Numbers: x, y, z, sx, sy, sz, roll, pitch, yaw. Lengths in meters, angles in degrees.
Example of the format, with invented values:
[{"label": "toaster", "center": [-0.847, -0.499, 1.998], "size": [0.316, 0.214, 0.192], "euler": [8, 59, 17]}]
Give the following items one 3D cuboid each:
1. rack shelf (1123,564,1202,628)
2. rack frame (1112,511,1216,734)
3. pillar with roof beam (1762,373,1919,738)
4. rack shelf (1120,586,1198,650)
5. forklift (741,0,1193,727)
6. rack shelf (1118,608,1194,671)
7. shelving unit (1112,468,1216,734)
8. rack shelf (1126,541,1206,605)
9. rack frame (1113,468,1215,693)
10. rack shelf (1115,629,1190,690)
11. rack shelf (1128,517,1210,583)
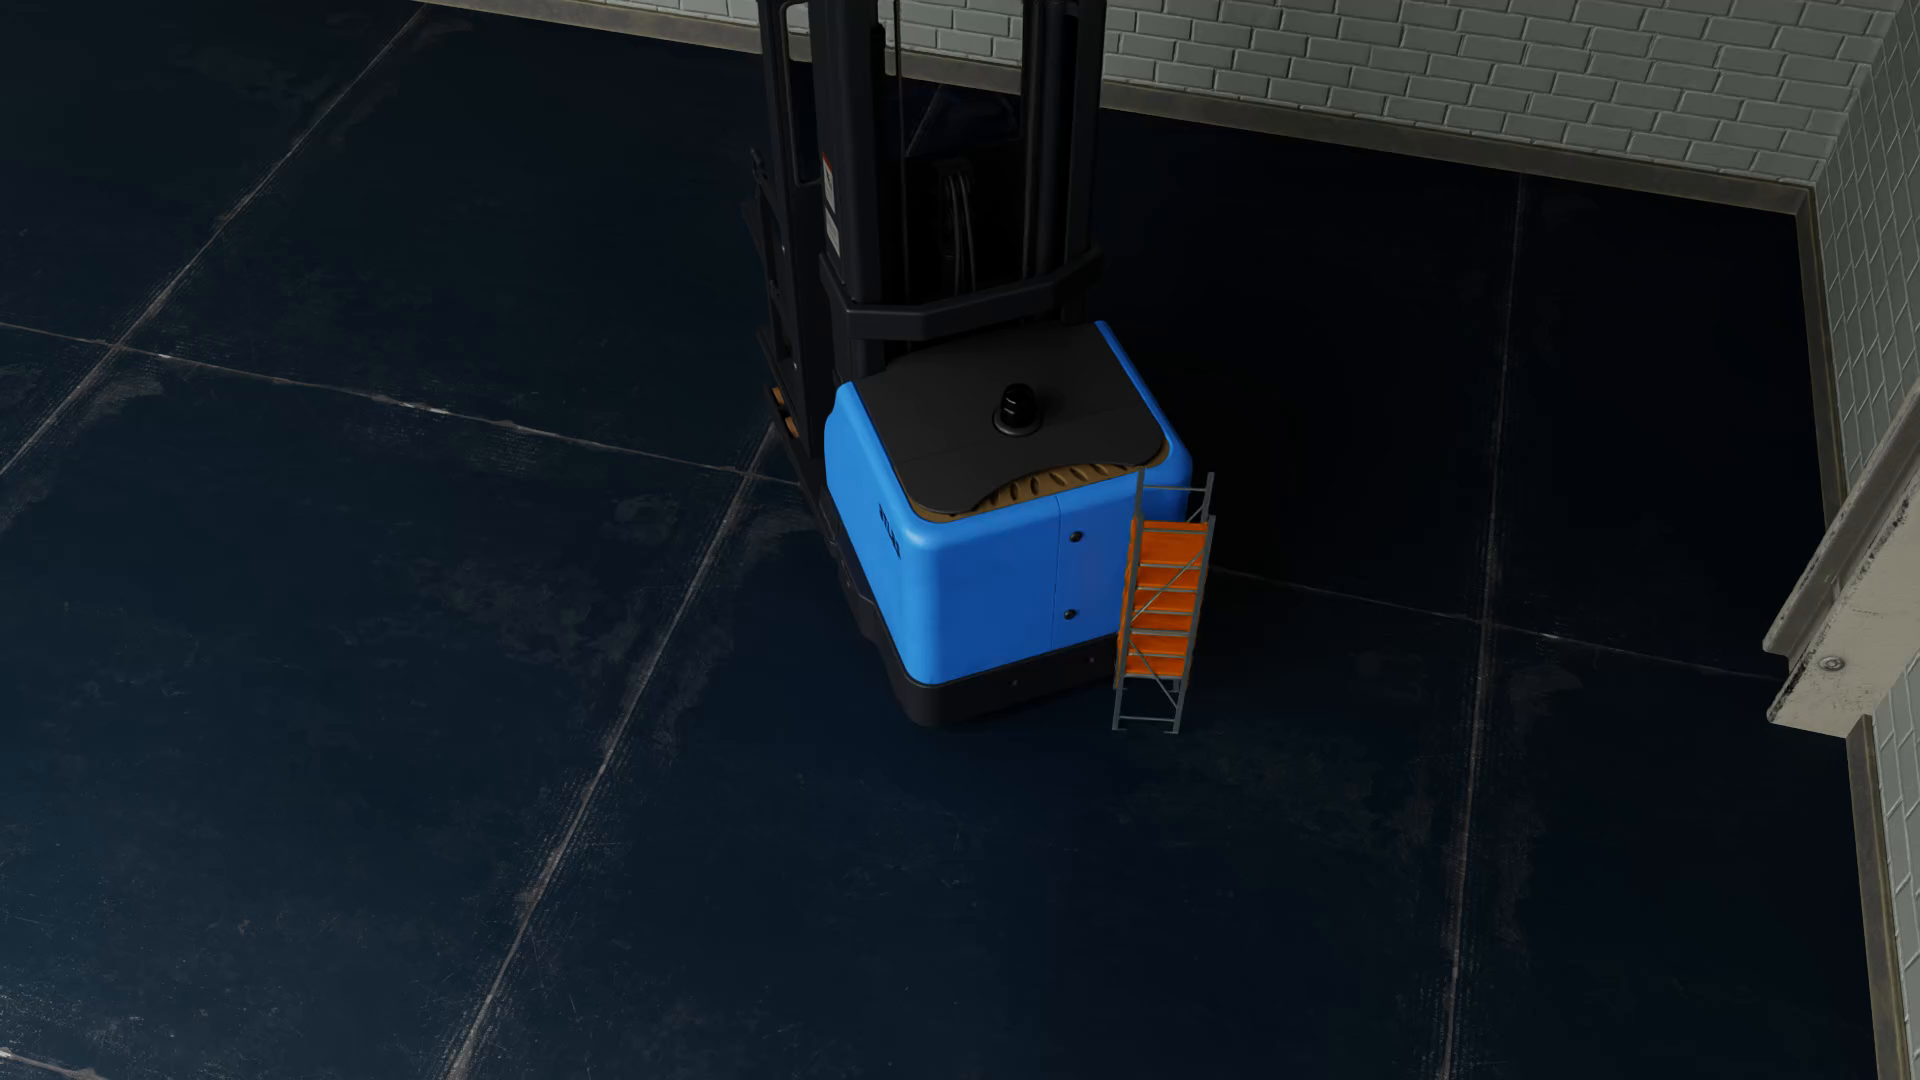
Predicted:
[{"label": "rack shelf", "center": [0.679, 0.190, 5.598], "size": [0.258, 0.103, 0.180], "euler": [3, 50, 3]}, {"label": "rack frame", "center": [0.673, 0.308, 5.597], "size": [0.240, 1.200, 0.006], "euler": [3, 50, 3]}, {"label": "pillar with roof beam", "center": [-0.999, -3.275, 3.557], "size": [9.100, 9.000, 0.400], "euler": [12, 50, 10]}, {"label": "rack shelf", "center": [0.679, 0.267, 5.690], "size": [0.258, 0.103, 0.180], "euler": [3, 50, 3]}, {"label": "forklift", "center": [-0.188, -1.427, 5.974], "size": [1.130, 2.935, 3.031], "euler": [-15, 50, -13]}, {"label": "rack shelf", "center": [0.680, 0.345, 5.781], "size": [0.258, 0.103, 0.180], "euler": [3, 50, 3]}, {"label": "shelving unit", "center": [0.679, 0.239, 5.656], "size": [0.258, 1.200, 0.189], "euler": [3, 50, 3]}, {"label": "rack shelf", "center": [0.679, 0.112, 5.507], "size": [0.258, 0.103, 0.180], "euler": [3, 50, 3]}, {"label": "rack frame", "center": [0.686, 0.169, 5.715], "size": [0.240, 1.200, 0.006], "euler": [3, 50, 3]}, {"label": "rack shelf", "center": [0.680, 0.423, 5.872], "size": [0.258, 0.103, 0.180], "euler": [3, 50, 3]}, {"label": "rack shelf", "center": [0.679, 0.034, 5.416], "size": [0.258, 0.103, 0.180], "euler": [3, 50, 3]}]
